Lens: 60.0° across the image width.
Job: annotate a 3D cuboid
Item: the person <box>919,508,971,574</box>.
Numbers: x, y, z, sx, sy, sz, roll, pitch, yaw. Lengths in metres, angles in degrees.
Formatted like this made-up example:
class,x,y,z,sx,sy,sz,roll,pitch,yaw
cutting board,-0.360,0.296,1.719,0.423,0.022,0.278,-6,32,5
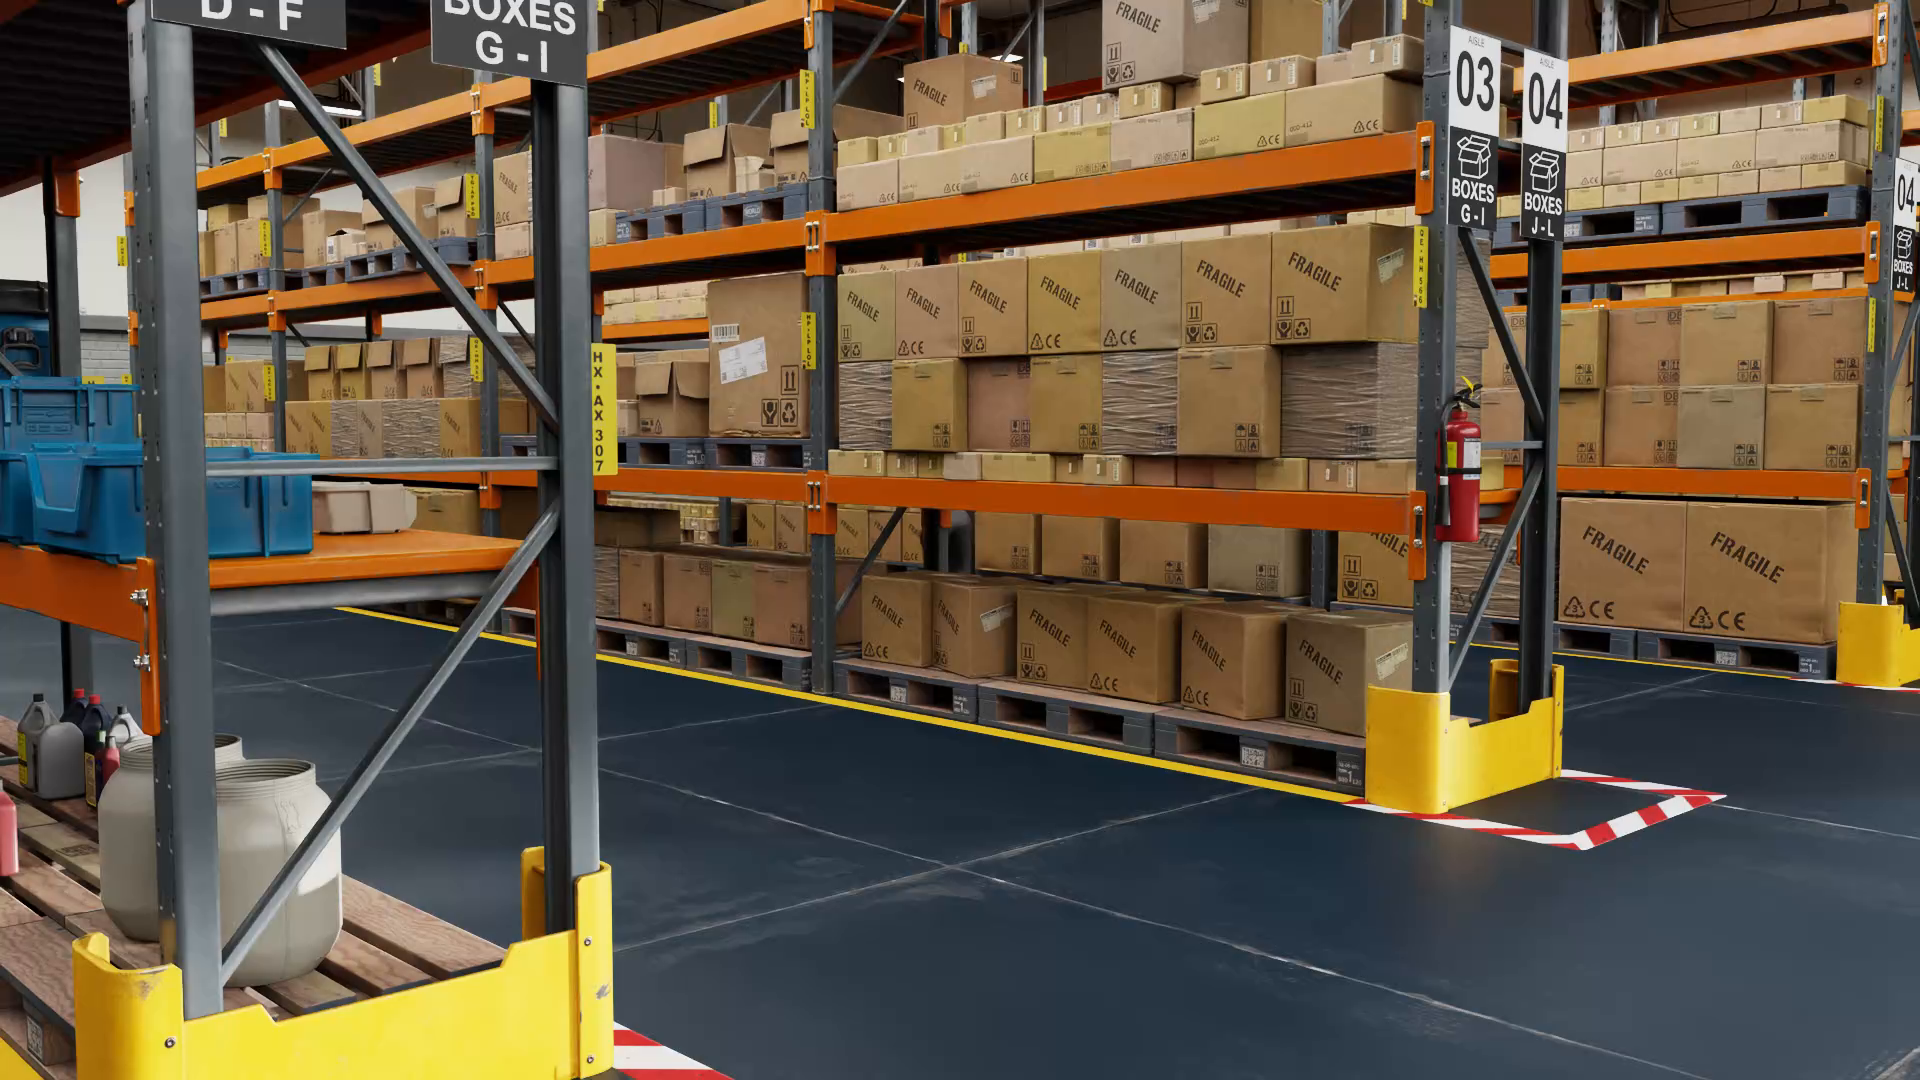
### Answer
class,x,y,z,sx,sy,sz,roll,pitch,yaw
person,-0.137,-0.108,12.554,0.468,1.656,0.362,-3,5,-37
